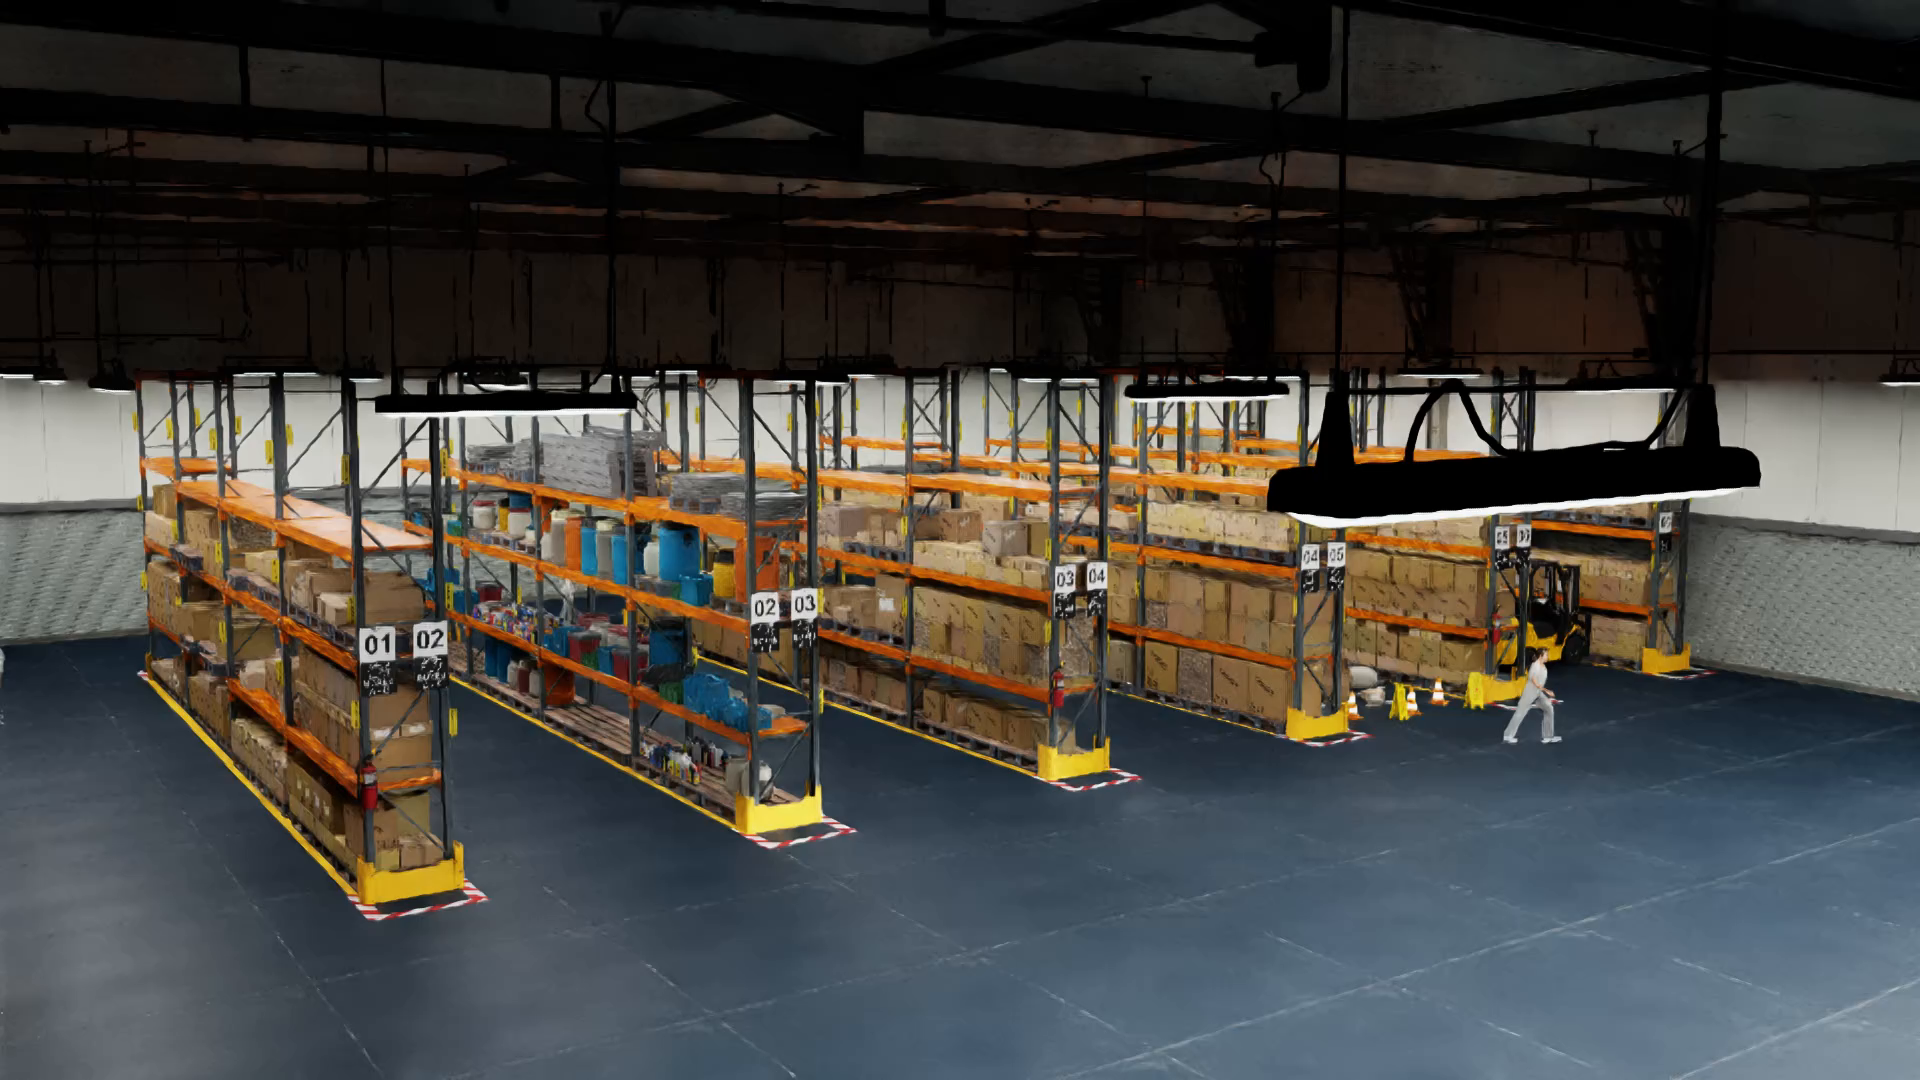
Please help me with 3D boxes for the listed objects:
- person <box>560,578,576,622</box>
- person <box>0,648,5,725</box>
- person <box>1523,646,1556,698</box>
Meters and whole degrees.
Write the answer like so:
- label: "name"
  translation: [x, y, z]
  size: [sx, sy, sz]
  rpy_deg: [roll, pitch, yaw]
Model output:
- label: "person"
  translation: [-8.949, 1.219, 38.013]
  size: [0.463, 1.659, 0.575]
  rpy_deg: [-1, 7, -9]
- label: "person"
  translation: [-16.524, 2.345, 28.374]
  size: [0.631, 1.560, 0.393]
  rpy_deg: [6, 9, 44]
- label: "person"
  translation: [9.370, 2.156, 26.784]
  size: [0.534, 0.908, 0.556]
  rpy_deg: [5, 8, 39]
